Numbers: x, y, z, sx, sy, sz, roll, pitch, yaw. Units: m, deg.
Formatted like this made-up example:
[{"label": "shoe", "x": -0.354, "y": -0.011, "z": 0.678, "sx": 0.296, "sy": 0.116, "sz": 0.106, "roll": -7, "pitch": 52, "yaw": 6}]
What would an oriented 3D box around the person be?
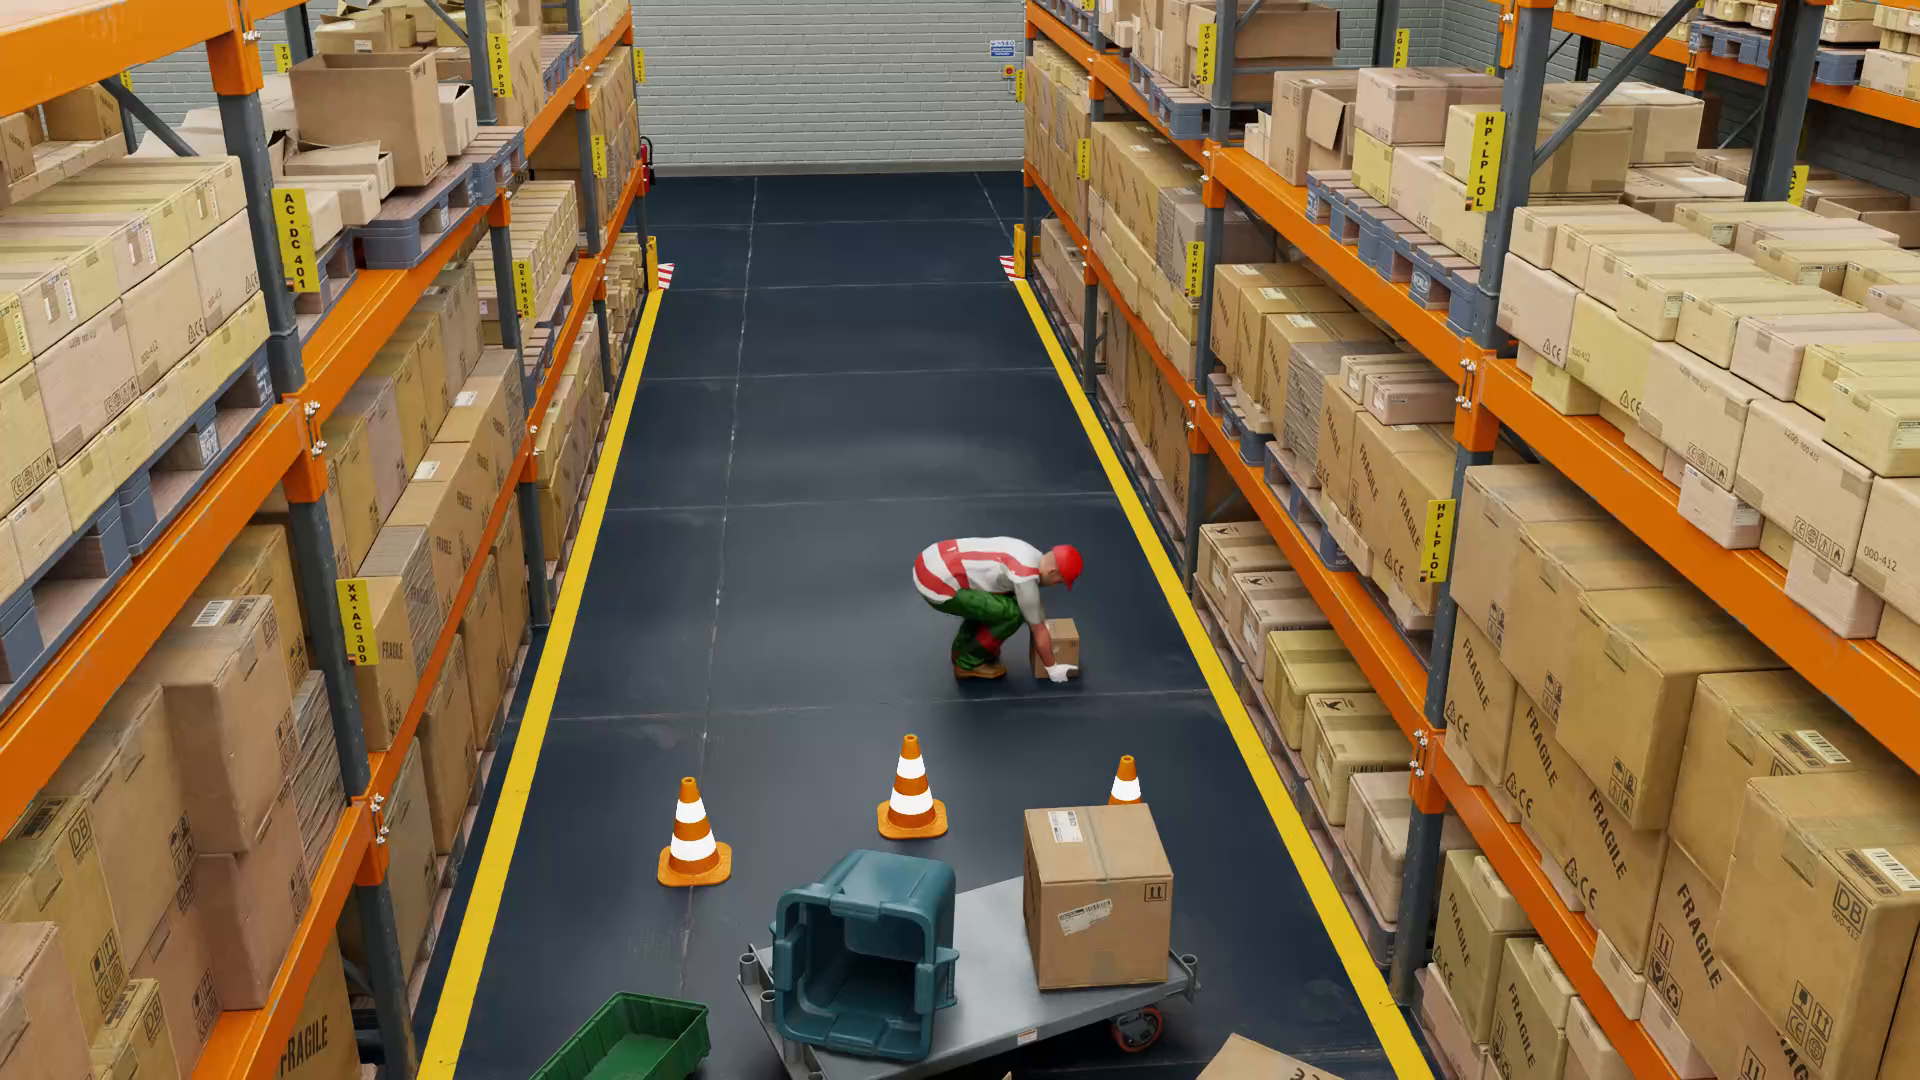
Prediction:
[{"label": "person", "x": 0.217, "y": 0.378, "z": 9.483, "sx": 0.966, "sy": 0.817, "sz": 0.516, "roll": -3, "pitch": 24, "yaw": -7}]
